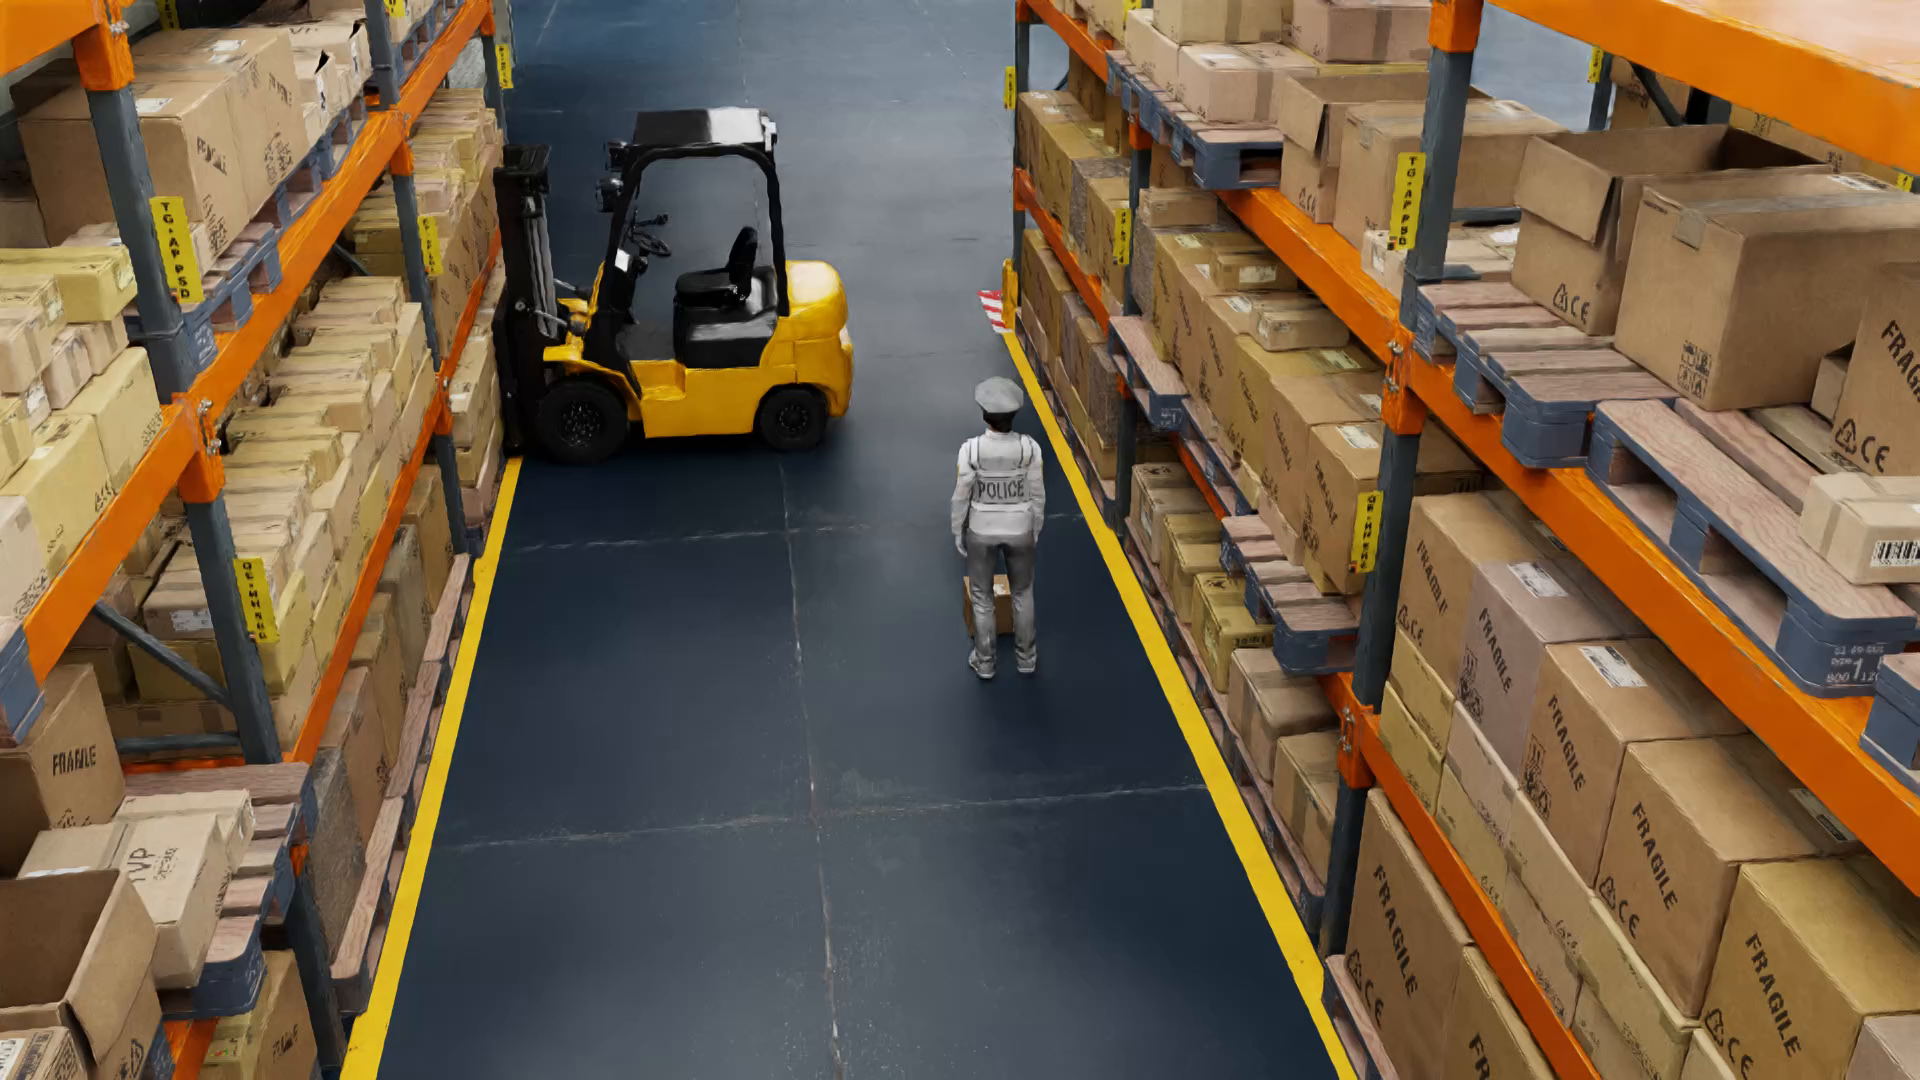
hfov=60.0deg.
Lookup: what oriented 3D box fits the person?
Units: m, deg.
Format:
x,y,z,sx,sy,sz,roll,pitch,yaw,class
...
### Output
x,y,z,sx,sy,sz,roll,pitch,yaw,class
0.194,-0.053,8.694,0.489,1.689,0.374,-2,27,-4,person
